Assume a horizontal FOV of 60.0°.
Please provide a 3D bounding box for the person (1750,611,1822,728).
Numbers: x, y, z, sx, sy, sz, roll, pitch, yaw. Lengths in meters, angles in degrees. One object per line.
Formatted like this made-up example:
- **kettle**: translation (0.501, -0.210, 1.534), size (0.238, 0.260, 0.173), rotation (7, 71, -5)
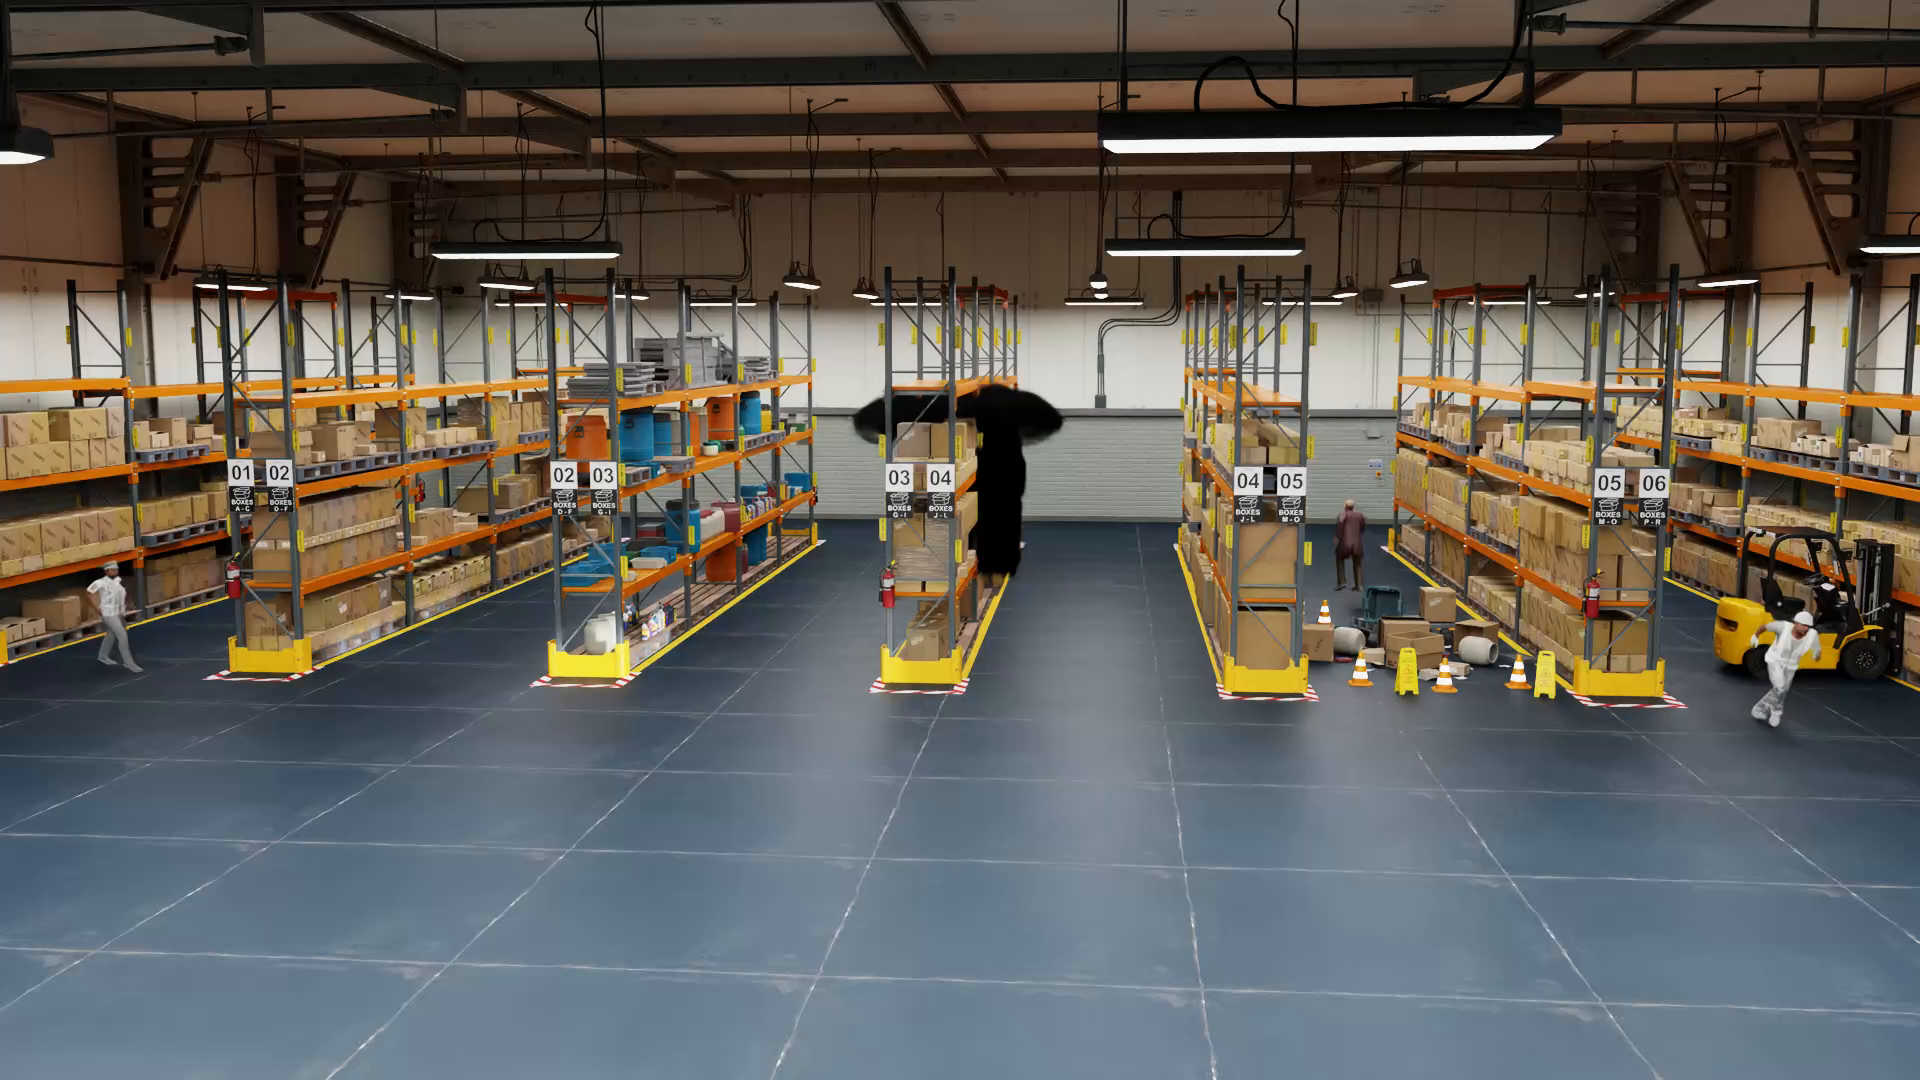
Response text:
- **person**: translation (10.618, 1.625, 21.335), size (0.632, 1.543, 1.100), rotation (0, 7, 0)

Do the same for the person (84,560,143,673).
- **person**: translation (-12.693, 1.141, 24.859), size (0.824, 1.716, 0.575), rotation (1, 7, 9)

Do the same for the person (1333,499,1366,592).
- **person**: translation (7.332, 0.124, 31.240), size (0.700, 1.753, 1.052), rotation (-1, 7, -5)
